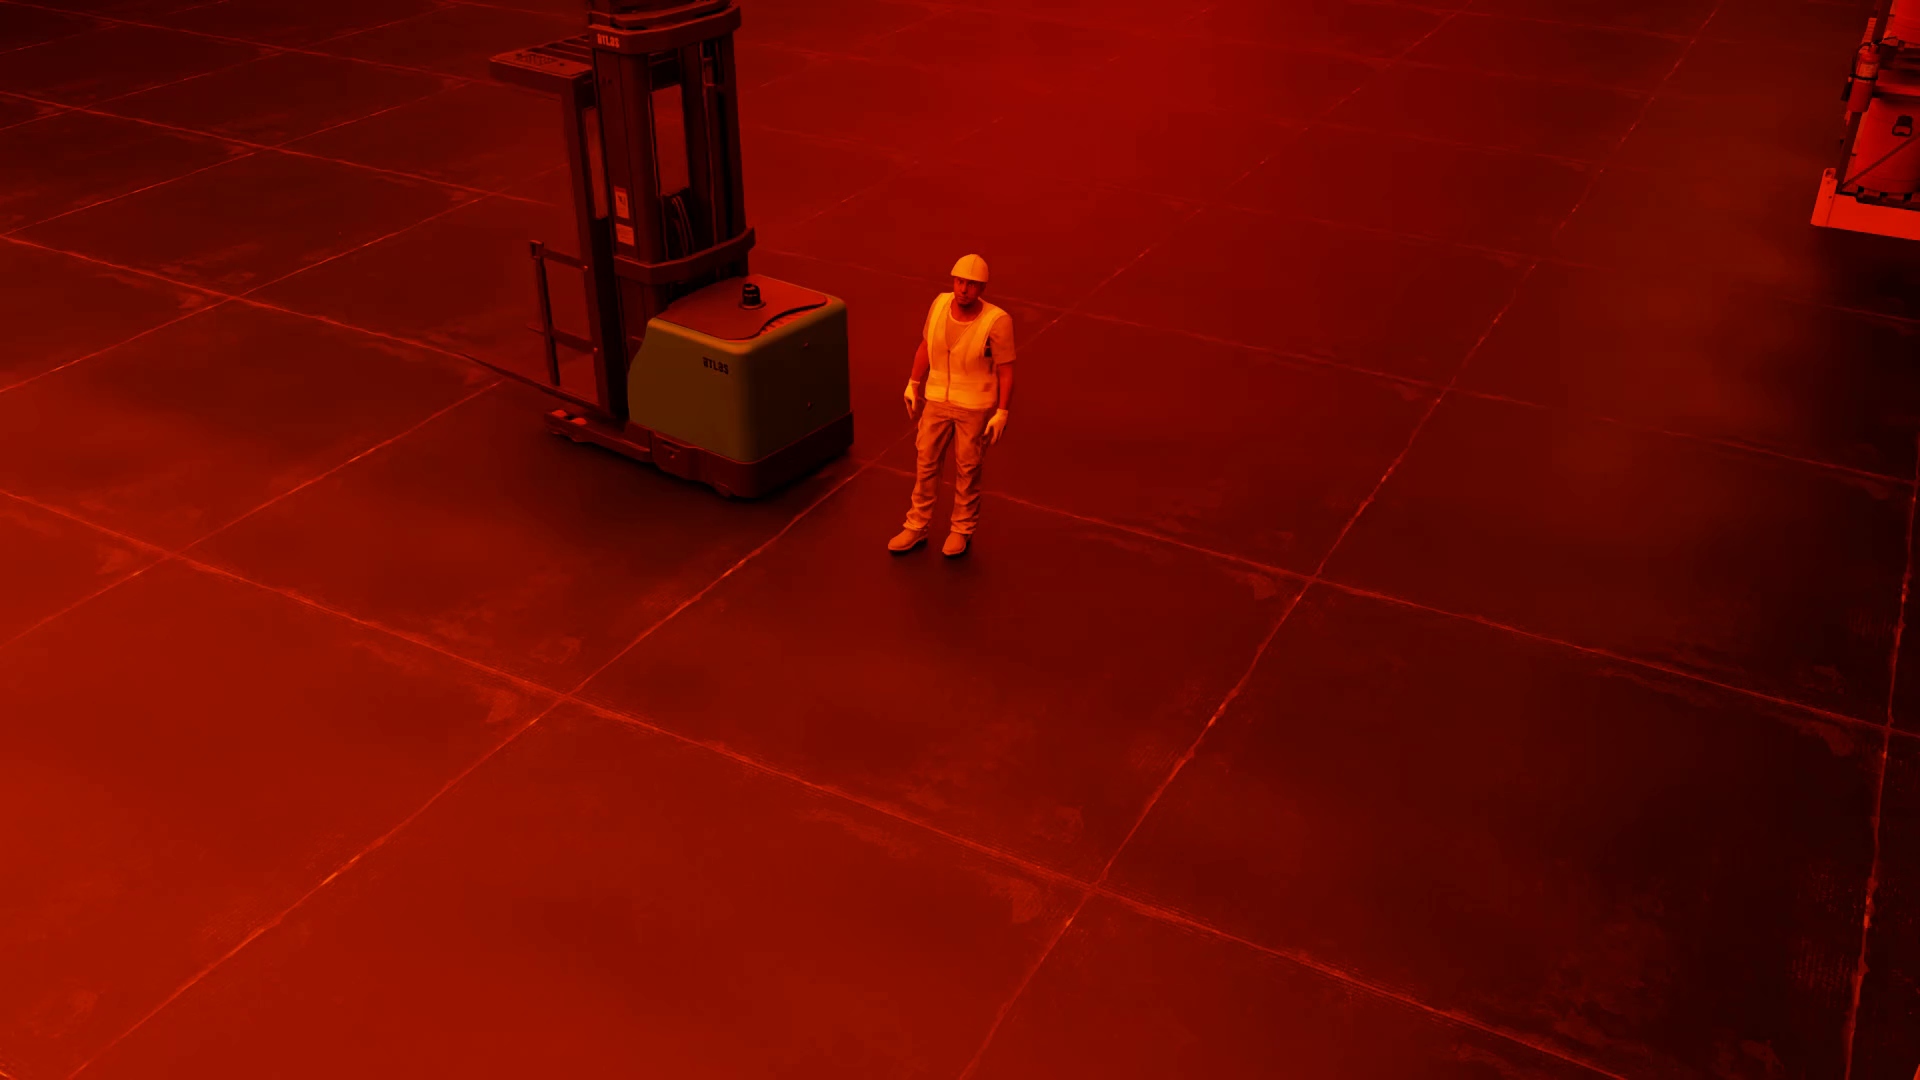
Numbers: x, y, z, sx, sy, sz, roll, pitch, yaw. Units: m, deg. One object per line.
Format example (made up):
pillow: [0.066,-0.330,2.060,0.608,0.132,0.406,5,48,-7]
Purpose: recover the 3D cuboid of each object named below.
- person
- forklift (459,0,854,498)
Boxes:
person: [-0.042,-0.748,9.502,0.656,1.784,0.575,15,33,25]
forklift: [-2.183,-2.110,10.726,3.031,2.935,1.130,21,36,31]
